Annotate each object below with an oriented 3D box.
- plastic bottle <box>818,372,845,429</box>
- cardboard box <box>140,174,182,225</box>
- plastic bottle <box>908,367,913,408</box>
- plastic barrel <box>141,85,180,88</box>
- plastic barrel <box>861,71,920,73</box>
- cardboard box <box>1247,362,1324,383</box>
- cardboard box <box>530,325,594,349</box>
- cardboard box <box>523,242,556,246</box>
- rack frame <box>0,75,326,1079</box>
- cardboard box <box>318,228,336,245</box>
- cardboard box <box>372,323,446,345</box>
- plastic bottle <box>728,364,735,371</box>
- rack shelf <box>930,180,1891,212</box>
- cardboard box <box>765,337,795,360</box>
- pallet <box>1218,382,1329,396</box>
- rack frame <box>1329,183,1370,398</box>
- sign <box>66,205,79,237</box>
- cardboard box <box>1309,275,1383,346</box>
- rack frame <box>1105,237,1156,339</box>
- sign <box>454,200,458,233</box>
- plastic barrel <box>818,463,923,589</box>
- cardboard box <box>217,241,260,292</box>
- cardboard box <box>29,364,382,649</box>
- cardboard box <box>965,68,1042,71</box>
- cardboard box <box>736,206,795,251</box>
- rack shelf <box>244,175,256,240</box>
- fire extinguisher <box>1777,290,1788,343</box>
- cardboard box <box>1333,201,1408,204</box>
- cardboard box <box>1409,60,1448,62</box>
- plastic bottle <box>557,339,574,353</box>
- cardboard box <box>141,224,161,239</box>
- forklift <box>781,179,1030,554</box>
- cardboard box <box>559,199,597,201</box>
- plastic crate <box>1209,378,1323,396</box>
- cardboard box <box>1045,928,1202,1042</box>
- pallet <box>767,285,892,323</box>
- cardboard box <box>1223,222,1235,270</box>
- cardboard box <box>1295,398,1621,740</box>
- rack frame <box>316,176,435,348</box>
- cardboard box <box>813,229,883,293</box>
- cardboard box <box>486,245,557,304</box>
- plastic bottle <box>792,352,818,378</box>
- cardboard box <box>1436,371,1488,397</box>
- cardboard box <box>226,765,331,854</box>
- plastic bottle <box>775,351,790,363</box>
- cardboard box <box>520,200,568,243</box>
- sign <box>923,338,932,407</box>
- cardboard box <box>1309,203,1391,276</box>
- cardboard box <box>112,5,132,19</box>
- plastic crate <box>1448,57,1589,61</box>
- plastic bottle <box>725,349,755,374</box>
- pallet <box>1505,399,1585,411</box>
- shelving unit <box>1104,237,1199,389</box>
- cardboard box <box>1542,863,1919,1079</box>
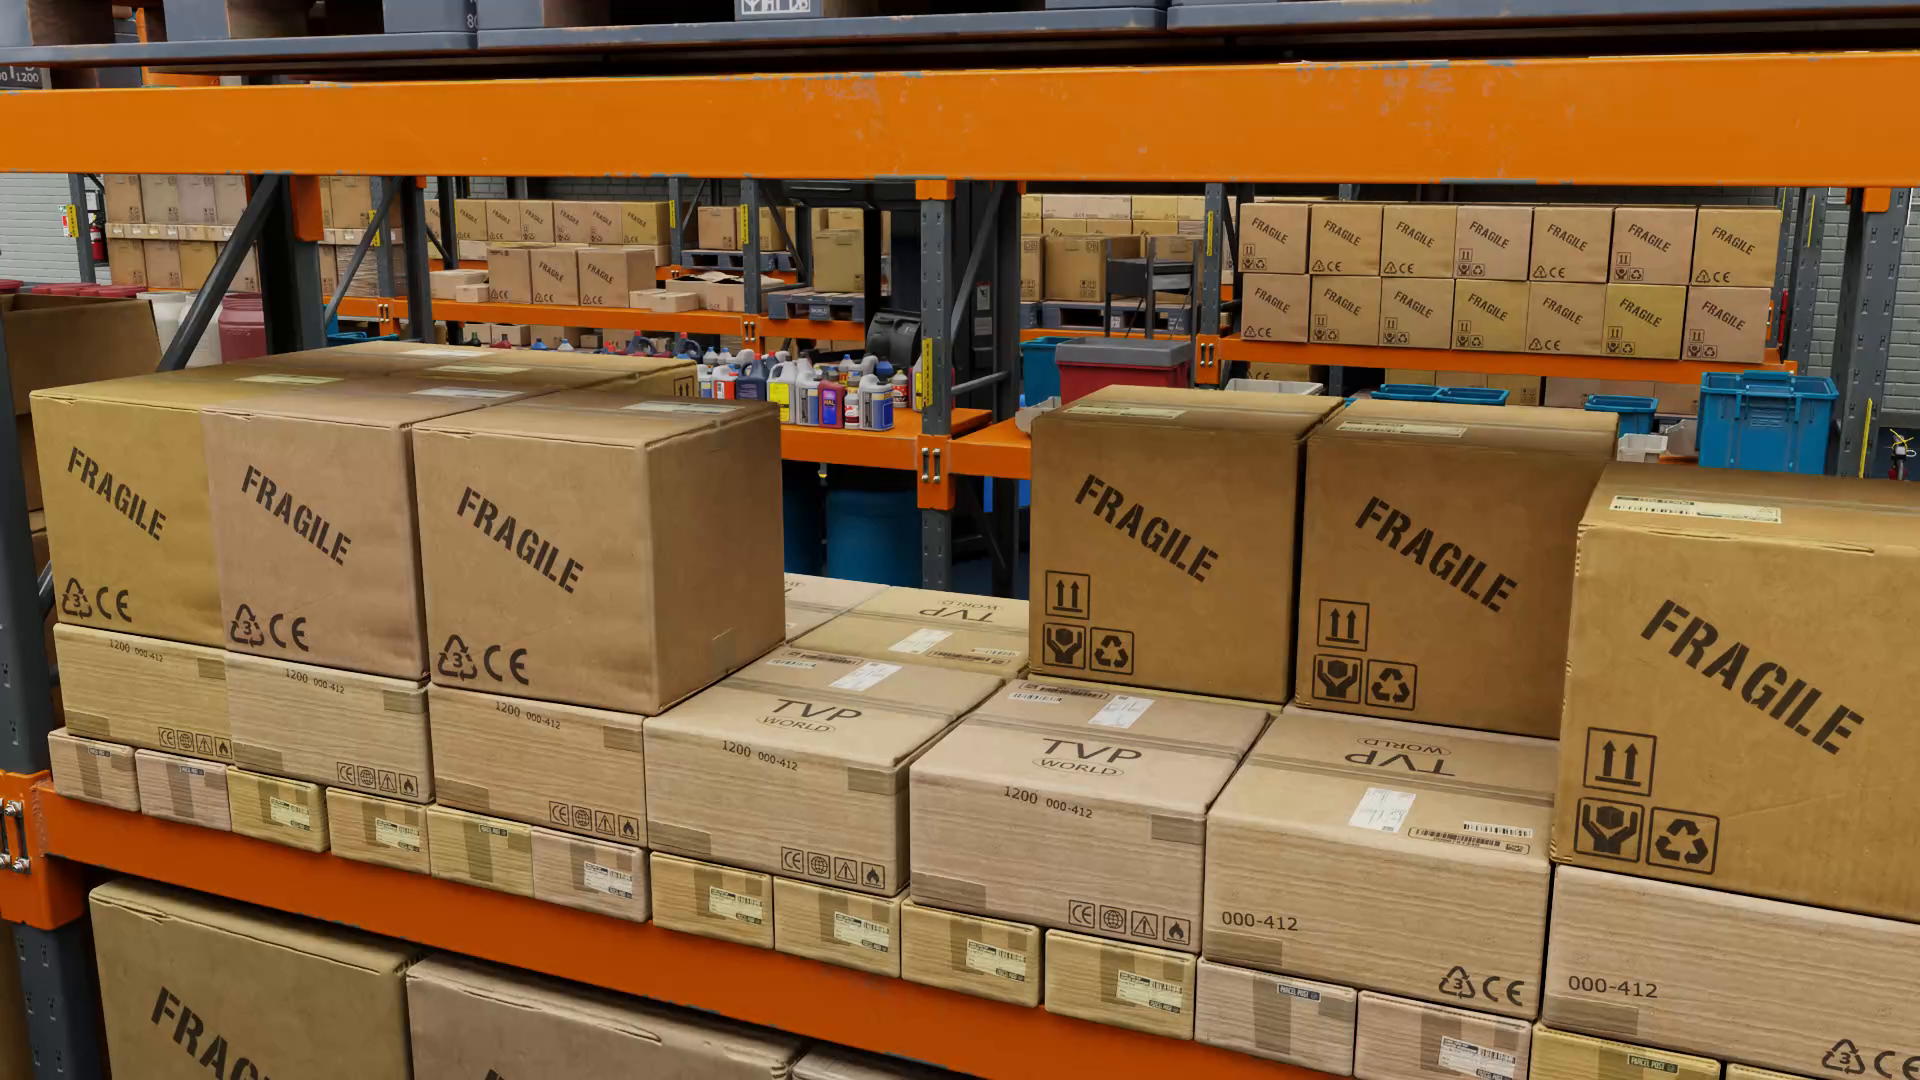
[{"bbox_3d":[-0.653,-0.714,8.485,0.133,0.283,0.061,6,14,23],"label":"plastic bottle"},{"bbox_3d":[-7.941,-3.516,17.114,0.500,0.500,0.700,5,14,22],"label":"cardboard box"},{"bbox_3d":[-0.217,-0.868,9.144,0.133,0.283,0.061,6,14,23],"label":"plastic bottle"},{"bbox_3d":[-4.847,-2.622,10.097,0.301,0.262,0.301,0,13,0],"label":"plastic barrel"},{"bbox_3d":[-0.312,-2.621,8.578,0.433,0.535,0.433,0,13,0],"label":"plastic barrel"},{"bbox_3d":[3.434,-2.050,17.710,0.750,0.750,0.750,6,14,24],"label":"cardboard box"},{"bbox_3d":[-5.123,-2.752,21.427,0.500,0.500,0.700,5,14,20],"label":"cardboard box"},{"bbox_3d":[-5.168,-3.654,21.044,0.500,0.250,0.500,6,14,24],"label":"cardboard box"},{"bbox_3d":[-1.938,0.245,4.145,0.127,3.000,1.000,6,14,23],"label":"rack frame"},{"bbox_3d":[-6.038,-2.956,16.147,0.250,0.149,0.380,5,14,22],"label":"cardboard box"},{"bbox_3d":[-5.534,-1.903,16.758,0.500,0.500,0.500,6,14,23],"label":"cardboard box"},{"bbox_3d":[-1.293,-0.895,9.436,0.097,0.201,0.097,0,13,0],"label":"plastic bottle"},{"bbox_3d":[1.896,-1.715,7.504,4.000,0.370,1.077,6,14,23],"label":"rack shelf"},{"bbox_3d":[-2.061,-2.494,20.327,0.500,0.500,0.700,5,14,22],"label":"cardboard box"},{"bbox_3d":[3.345,-1.557,17.927,1.213,0.211,1.003,6,14,23],"label":"pallet"},{"bbox_3d":[4.081,-2.859,17.372,0.127,3.000,1.000,6,14,23],"label":"rack frame"},{"bbox_3d":[-9.124,-3.279,17.093,0.005,0.325,0.100,6,14,23],"label":"sign"},{"bbox_3d":[2.903,-1.722,12.307,0.500,0.500,0.500,6,15,24],"label":"cardboard box"},{"bbox_3d":[1.170,-1.039,11.588,0.400,2.100,0.015,-7,15,-28],"label":"rack frame"},{"bbox_3d":[-5.026,-3.203,16.479,0.005,0.325,0.100,6,14,23],"label":"sign"},{"bbox_3d":[-0.423,-0.026,8.975,0.708,0.901,0.600,6,14,23],"label":"plastic barrel"},{"bbox_3d":[-7.056,-2.794,16.878,0.500,0.500,0.700,6,15,25],"label":"cardboard box"},{"bbox_3d":[-1.604,-0.094,3.626,0.500,0.500,0.500,6,14,23],"label":"cardboard box"},{"bbox_3d":[0.426,-3.771,13.335,0.600,0.600,0.600,5,14,21],"label":"cardboard box"},{"bbox_3d":[-2.274,-3.754,20.007,0.500,0.500,0.700,7,15,29],"label":"cardboard box"},{"bbox_3d":[-3.767,-1.050,4.673,4.000,0.370,1.077,6,14,23],"label":"rack shelf"},{"bbox_3d":[7.689,-2.159,15.376,0.183,0.674,0.296,6,14,23],"label":"fire extinguisher"},{"bbox_3d":[3.114,-2.320,12.667,0.500,0.500,0.500,5,14,22],"label":"cardboard box"},{"bbox_3d":[3.332,-3.263,11.762,0.500,0.250,0.500,6,14,23],"label":"cardboard box"},{"bbox_3d":[-2.382,-1.077,10.059,0.097,0.271,0.097,0,13,0],"label":"plastic bottle"},{"bbox_3d":[-8.153,-3.170,17.060,0.250,0.149,0.380,6,14,23],"label":"cardboard box"},{"bbox_3d":[-0.508,-1.342,11.057,3.031,2.935,1.130,-10,16,-35],"label":"forklift"},{"bbox_3d":[-4.983,-4.130,21.430,0.500,0.500,0.500,6,14,24],"label":"cardboard box"},{"bbox_3d":[1.389,-0.581,7.794,0.530,0.282,0.437,6,14,23],"label":"plastic crate"},{"bbox_3d":[0.326,0.679,2.845,0.250,0.149,0.380,5,14,22],"label":"cardboard box"},{"bbox_3d":[-0.931,-2.052,14.355,1.003,0.211,1.213,6,14,23],"label":"pallet"},{"bbox_3d":[3.086,-3.097,17.474,0.500,0.500,0.500,6,14,24],"label":"cardboard box"},{"bbox_3d":[0.932,0.031,3.091,0.500,0.500,0.500,5,14,22],"label":"cardboard box"},{"bbox_3d":[-3.589,-1.160,10.131,0.127,3.000,1.000,6,14,23],"label":"rack frame"},{"bbox_3d":[-0.958,-2.412,14.331,0.500,0.500,0.700,1,13,4],"label":"cardboard box"},{"bbox_3d":[-4.060,-2.489,15.579,0.500,0.500,0.500,7,15,27],"label":"cardboard box"},{"bbox_3d":[-0.847,-0.812,8.758,0.185,0.351,0.144,6,14,23],"label":"plastic bottle"},{"bbox_3d":[5.181,-1.708,17.022,0.500,0.500,0.700,6,14,23],"label":"cardboard box"},{"bbox_3d":[-1.321,0.513,3.554,0.250,0.149,0.380,6,15,25],"label":"cardboard box"},{"bbox_3d":[-1.048,-0.937,9.454,0.135,0.276,0.152,6,14,23],"label":"plastic bottle"},{"bbox_3d":[-5.182,-4.022,20.971,0.500,0.500,0.500,6,15,25],"label":"cardboard box"},{"bbox_3d":[-0.157,-0.810,8.033,0.005,0.325,0.100,6,14,23],"label":"sign"},{"bbox_3d":[2.866,-2.209,12.196,0.500,0.500,0.500,5,14,21],"label":"cardboard box"},{"bbox_3d":[-2.473,-1.520,3.962,0.500,0.500,0.700,6,15,25],"label":"cardboard box"},{"bbox_3d":[2.440,-2.048,7.487,0.767,0.338,0.504,6,14,23],"label":"plastic crate"},{"bbox_3d":[-1.260,-0.959,9.546,0.135,0.276,0.152,6,14,23],"label":"plastic bottle"},{"bbox_3d":[5.864,-1.302,16.841,1.213,0.211,1.003,6,14,23],"label":"pallet"},{"bbox_3d":[1.288,-0.991,11.380,0.431,2.100,0.503,-7,15,-28],"label":"shelving unit"},{"bbox_3d":[1.168,0.554,2.505,0.500,0.250,0.500,6,14,22],"label":"cardboard box"}]
